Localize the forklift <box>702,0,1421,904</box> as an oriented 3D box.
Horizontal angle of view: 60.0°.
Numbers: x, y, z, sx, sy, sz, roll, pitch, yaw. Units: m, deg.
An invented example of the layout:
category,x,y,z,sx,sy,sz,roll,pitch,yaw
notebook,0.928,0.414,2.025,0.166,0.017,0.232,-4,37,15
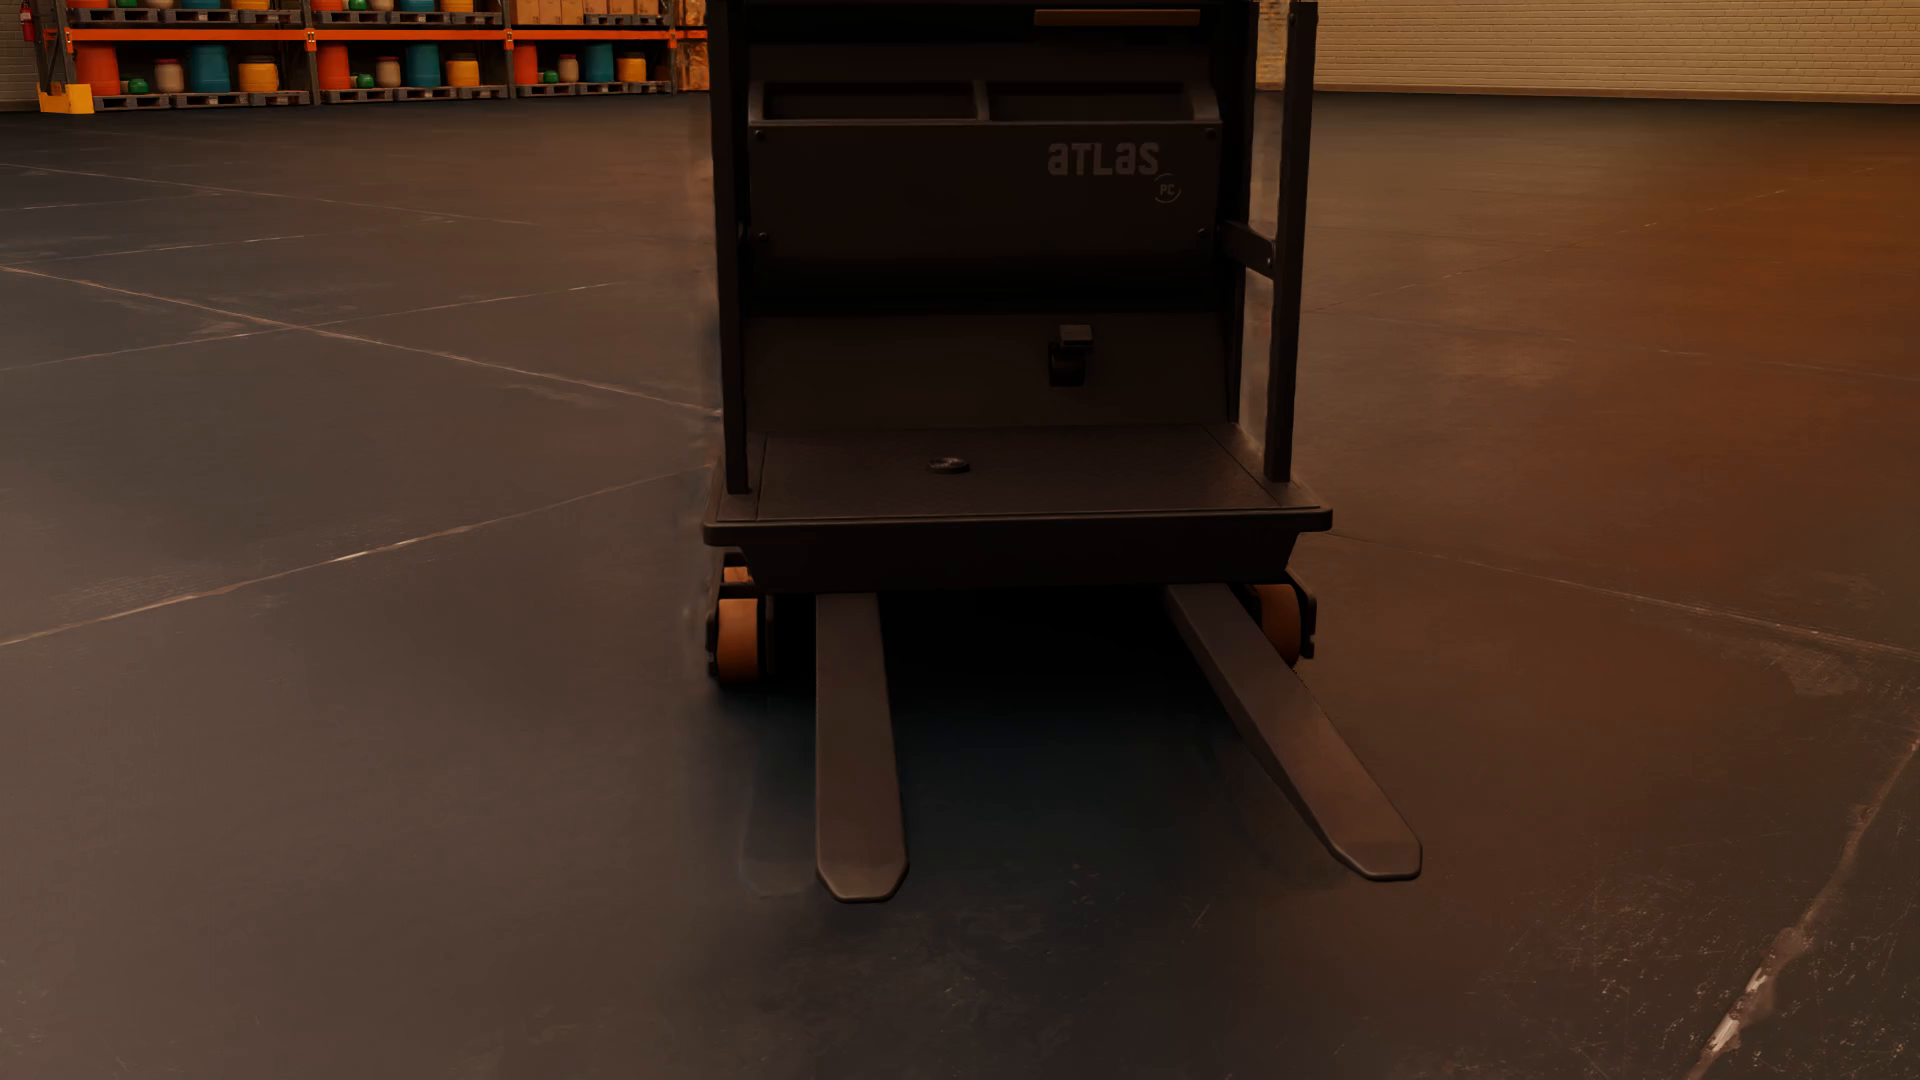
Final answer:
category,x,y,z,sx,sy,sz,roll,pitch,yaw
forklift,0.069,-1.235,2.963,1.130,2.935,3.031,-1,17,-5
